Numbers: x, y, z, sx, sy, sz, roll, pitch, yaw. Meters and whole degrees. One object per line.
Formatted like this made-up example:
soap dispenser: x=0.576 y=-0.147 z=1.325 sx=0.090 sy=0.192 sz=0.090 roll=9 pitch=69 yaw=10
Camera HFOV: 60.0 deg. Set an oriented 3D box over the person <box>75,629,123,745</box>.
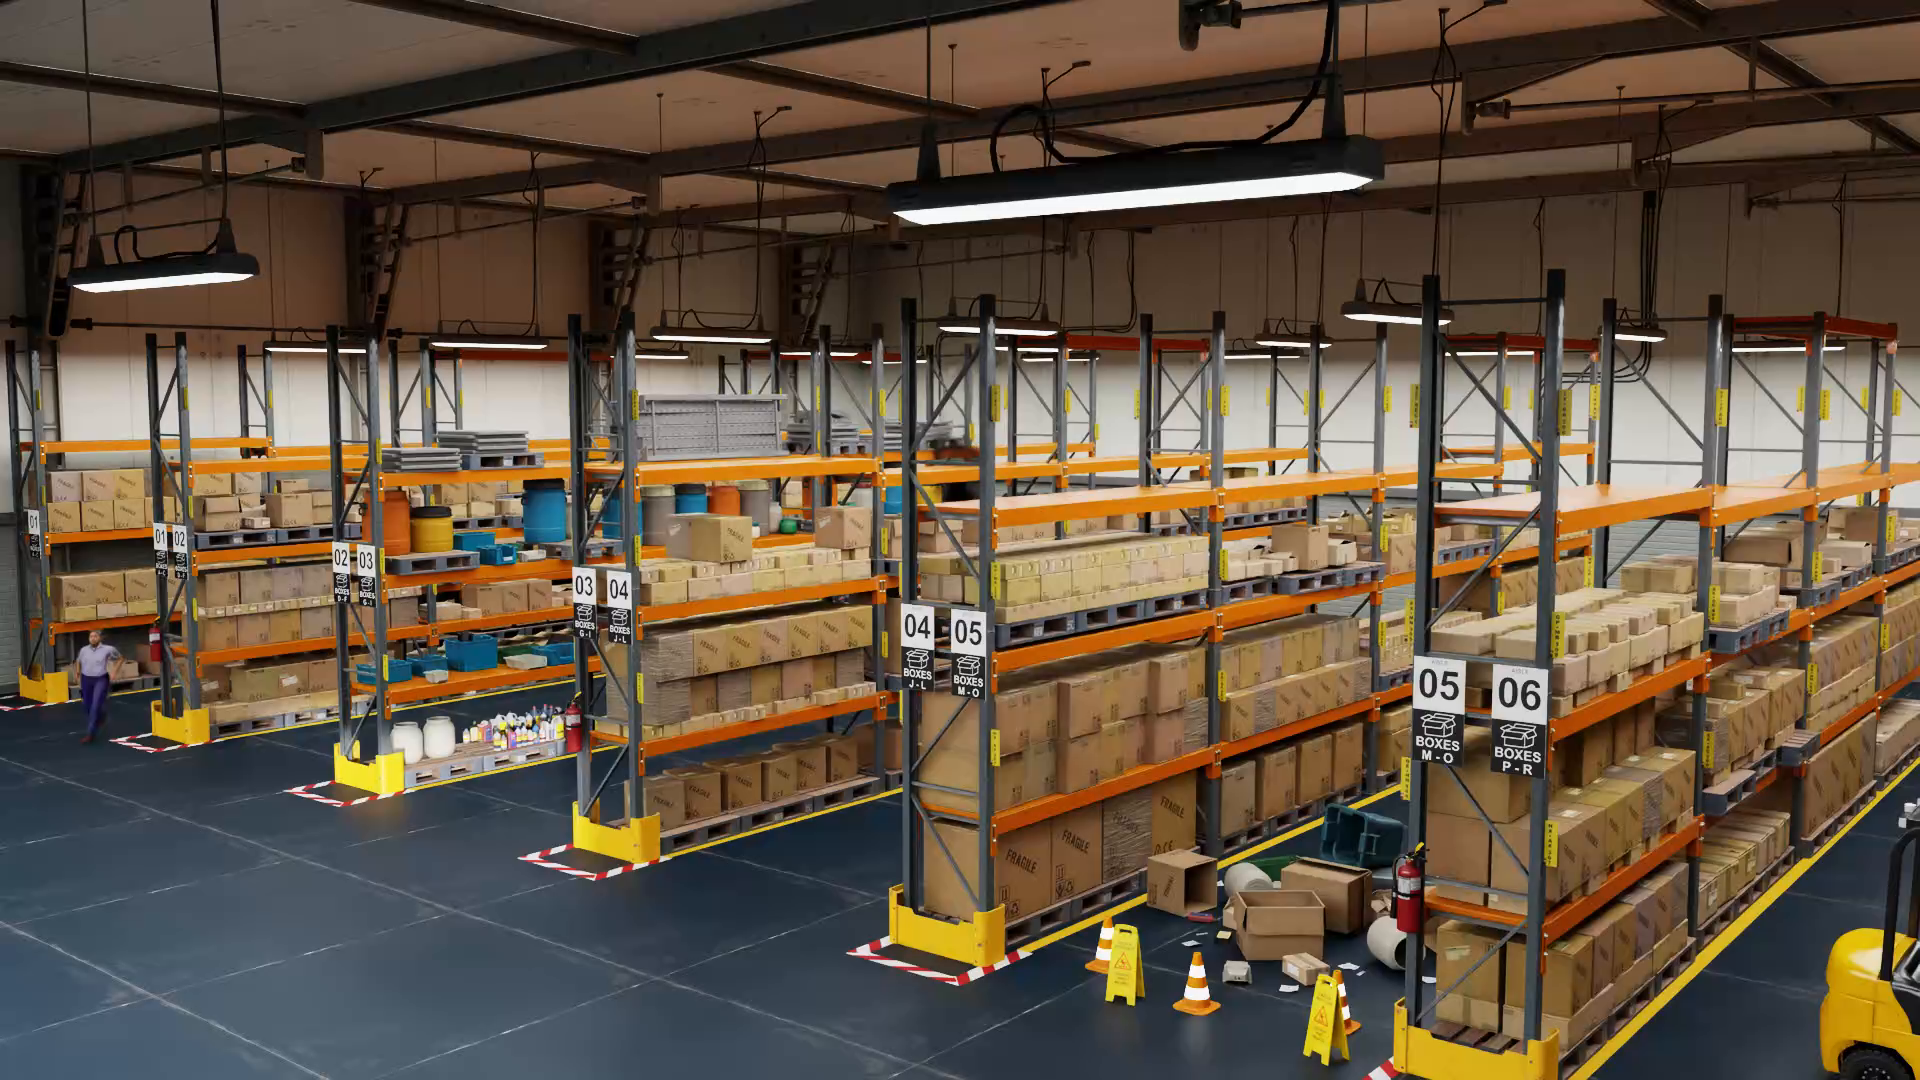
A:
person: x=-12.804 y=2.140 z=24.676 sx=0.637 sy=1.642 sz=0.925 roll=0 pitch=5 yaw=-2
